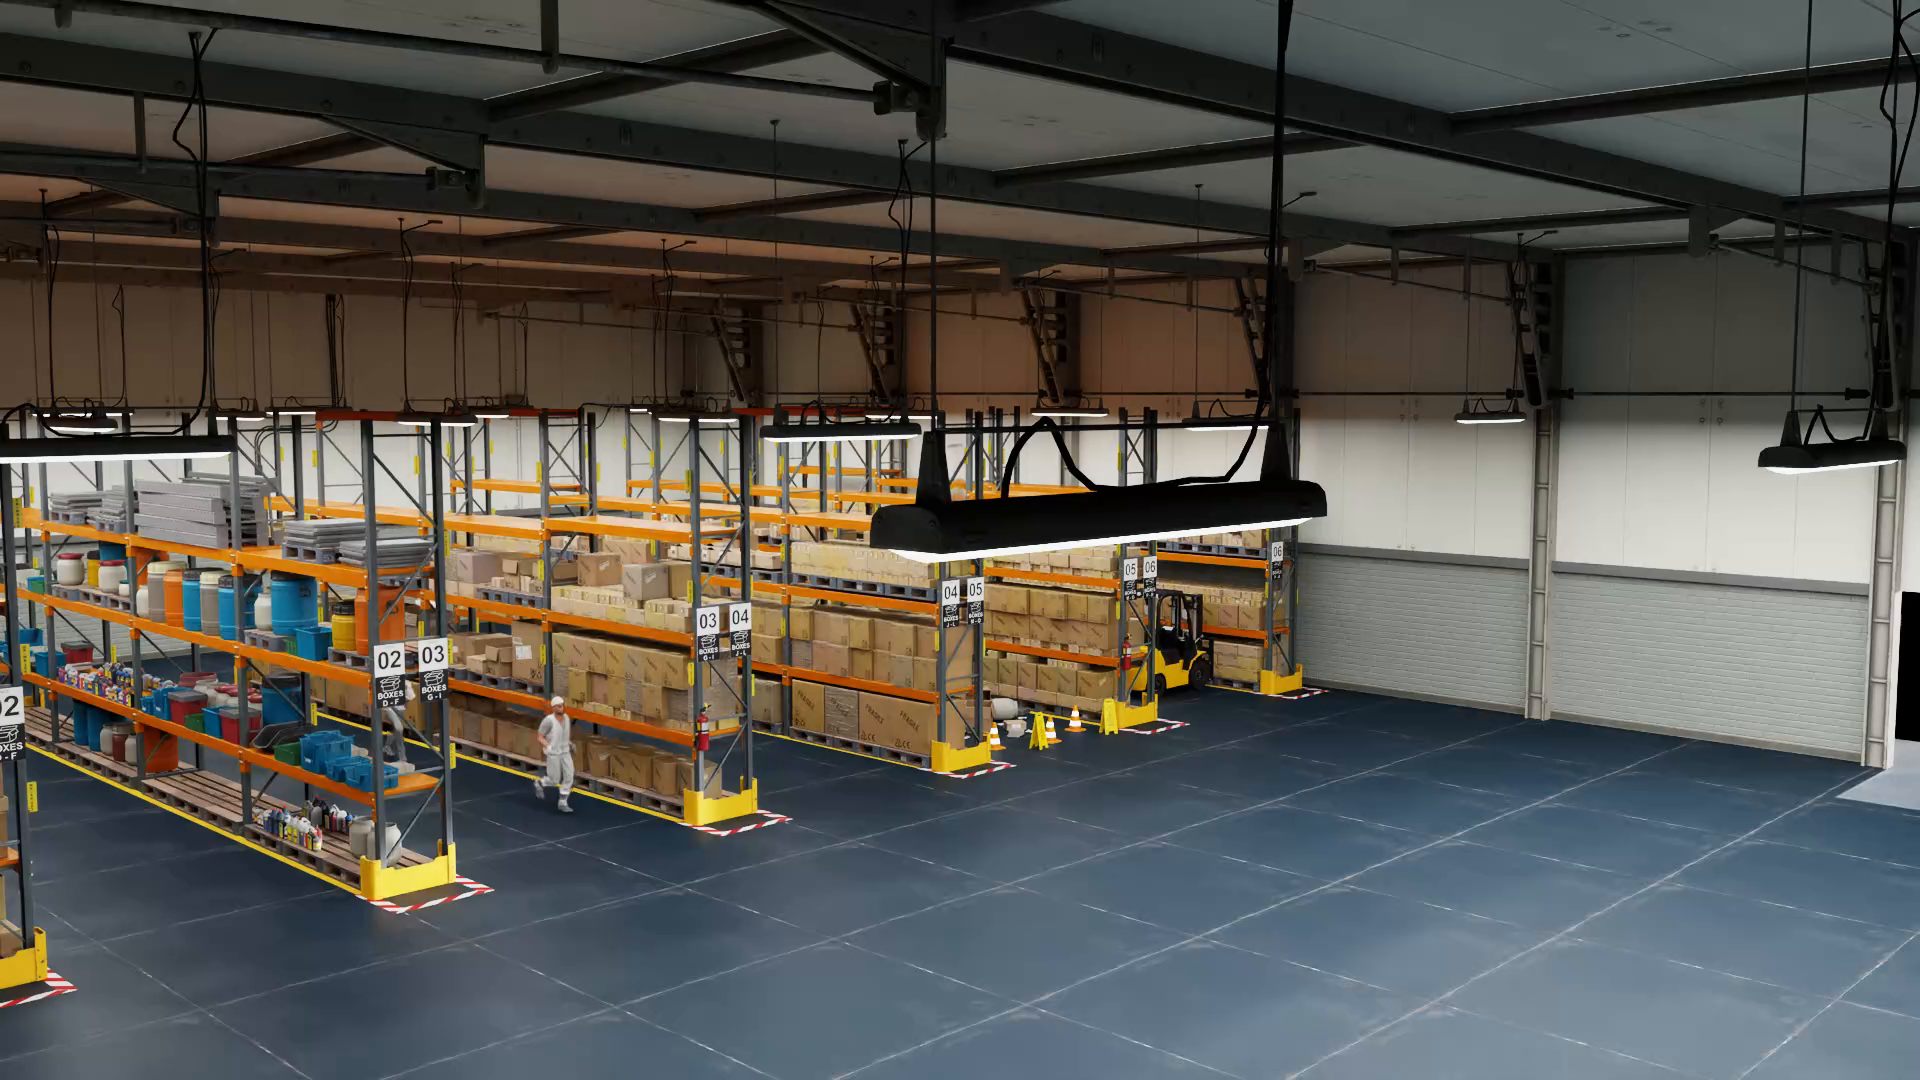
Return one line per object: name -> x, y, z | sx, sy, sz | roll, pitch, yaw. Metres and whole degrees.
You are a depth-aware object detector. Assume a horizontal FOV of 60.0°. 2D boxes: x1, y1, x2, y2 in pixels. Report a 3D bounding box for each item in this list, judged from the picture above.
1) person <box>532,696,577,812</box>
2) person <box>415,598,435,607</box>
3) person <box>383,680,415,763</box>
person -> -6.155, 3.227, 25.240 | 0.797, 1.748, 0.646 | 4, 7, 39
person -> -12.713, 2.004, 39.494 | 0.774, 1.708, 0.812 | 2, 6, 26
person -> -9.714, 2.968, 28.592 | 0.636, 1.727, 0.828 | -5, 7, -44
